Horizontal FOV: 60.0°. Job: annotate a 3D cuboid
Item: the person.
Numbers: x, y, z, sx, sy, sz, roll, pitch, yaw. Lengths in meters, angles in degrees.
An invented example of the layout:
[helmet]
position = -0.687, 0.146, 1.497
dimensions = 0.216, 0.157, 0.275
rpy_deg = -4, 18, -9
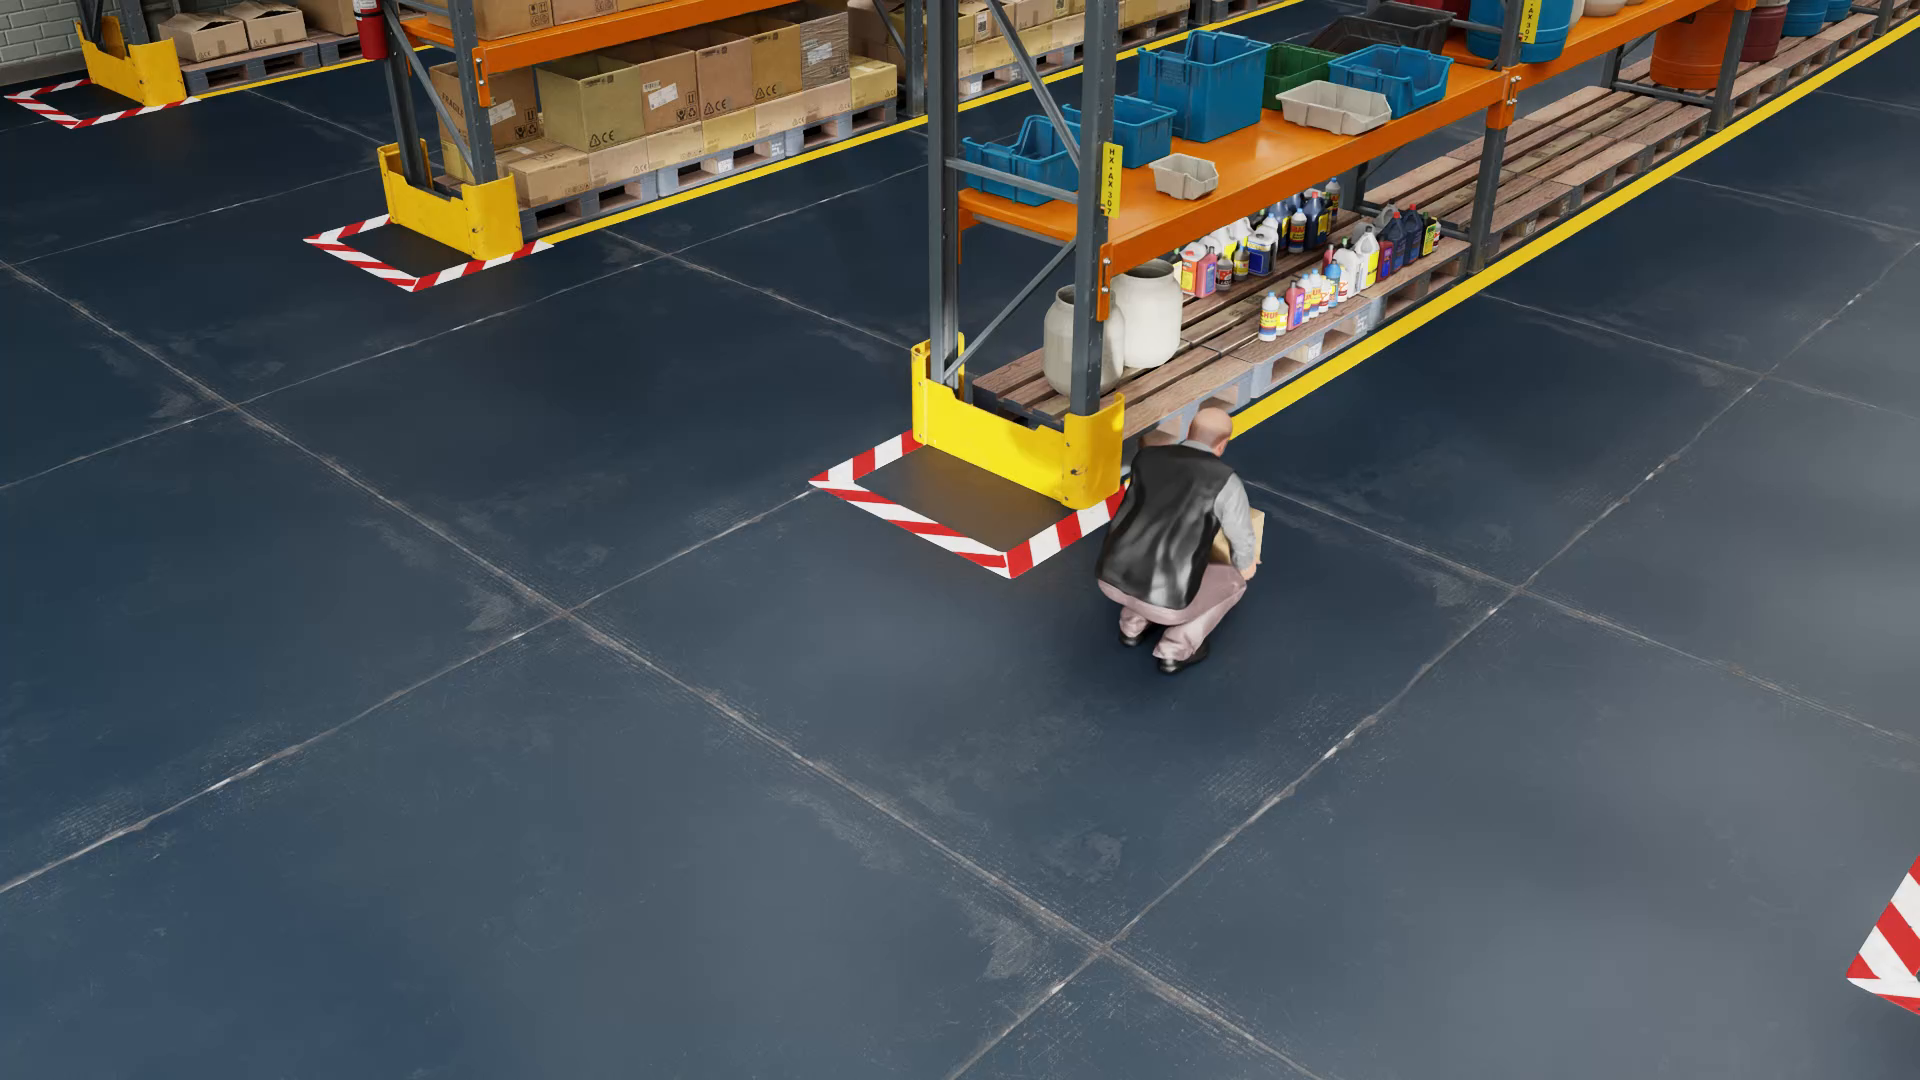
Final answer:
[person]
position = 0.916, -0.002, 6.917
dimensions = 0.529, 0.954, 0.853
rpy_deg = 25, 39, 35
